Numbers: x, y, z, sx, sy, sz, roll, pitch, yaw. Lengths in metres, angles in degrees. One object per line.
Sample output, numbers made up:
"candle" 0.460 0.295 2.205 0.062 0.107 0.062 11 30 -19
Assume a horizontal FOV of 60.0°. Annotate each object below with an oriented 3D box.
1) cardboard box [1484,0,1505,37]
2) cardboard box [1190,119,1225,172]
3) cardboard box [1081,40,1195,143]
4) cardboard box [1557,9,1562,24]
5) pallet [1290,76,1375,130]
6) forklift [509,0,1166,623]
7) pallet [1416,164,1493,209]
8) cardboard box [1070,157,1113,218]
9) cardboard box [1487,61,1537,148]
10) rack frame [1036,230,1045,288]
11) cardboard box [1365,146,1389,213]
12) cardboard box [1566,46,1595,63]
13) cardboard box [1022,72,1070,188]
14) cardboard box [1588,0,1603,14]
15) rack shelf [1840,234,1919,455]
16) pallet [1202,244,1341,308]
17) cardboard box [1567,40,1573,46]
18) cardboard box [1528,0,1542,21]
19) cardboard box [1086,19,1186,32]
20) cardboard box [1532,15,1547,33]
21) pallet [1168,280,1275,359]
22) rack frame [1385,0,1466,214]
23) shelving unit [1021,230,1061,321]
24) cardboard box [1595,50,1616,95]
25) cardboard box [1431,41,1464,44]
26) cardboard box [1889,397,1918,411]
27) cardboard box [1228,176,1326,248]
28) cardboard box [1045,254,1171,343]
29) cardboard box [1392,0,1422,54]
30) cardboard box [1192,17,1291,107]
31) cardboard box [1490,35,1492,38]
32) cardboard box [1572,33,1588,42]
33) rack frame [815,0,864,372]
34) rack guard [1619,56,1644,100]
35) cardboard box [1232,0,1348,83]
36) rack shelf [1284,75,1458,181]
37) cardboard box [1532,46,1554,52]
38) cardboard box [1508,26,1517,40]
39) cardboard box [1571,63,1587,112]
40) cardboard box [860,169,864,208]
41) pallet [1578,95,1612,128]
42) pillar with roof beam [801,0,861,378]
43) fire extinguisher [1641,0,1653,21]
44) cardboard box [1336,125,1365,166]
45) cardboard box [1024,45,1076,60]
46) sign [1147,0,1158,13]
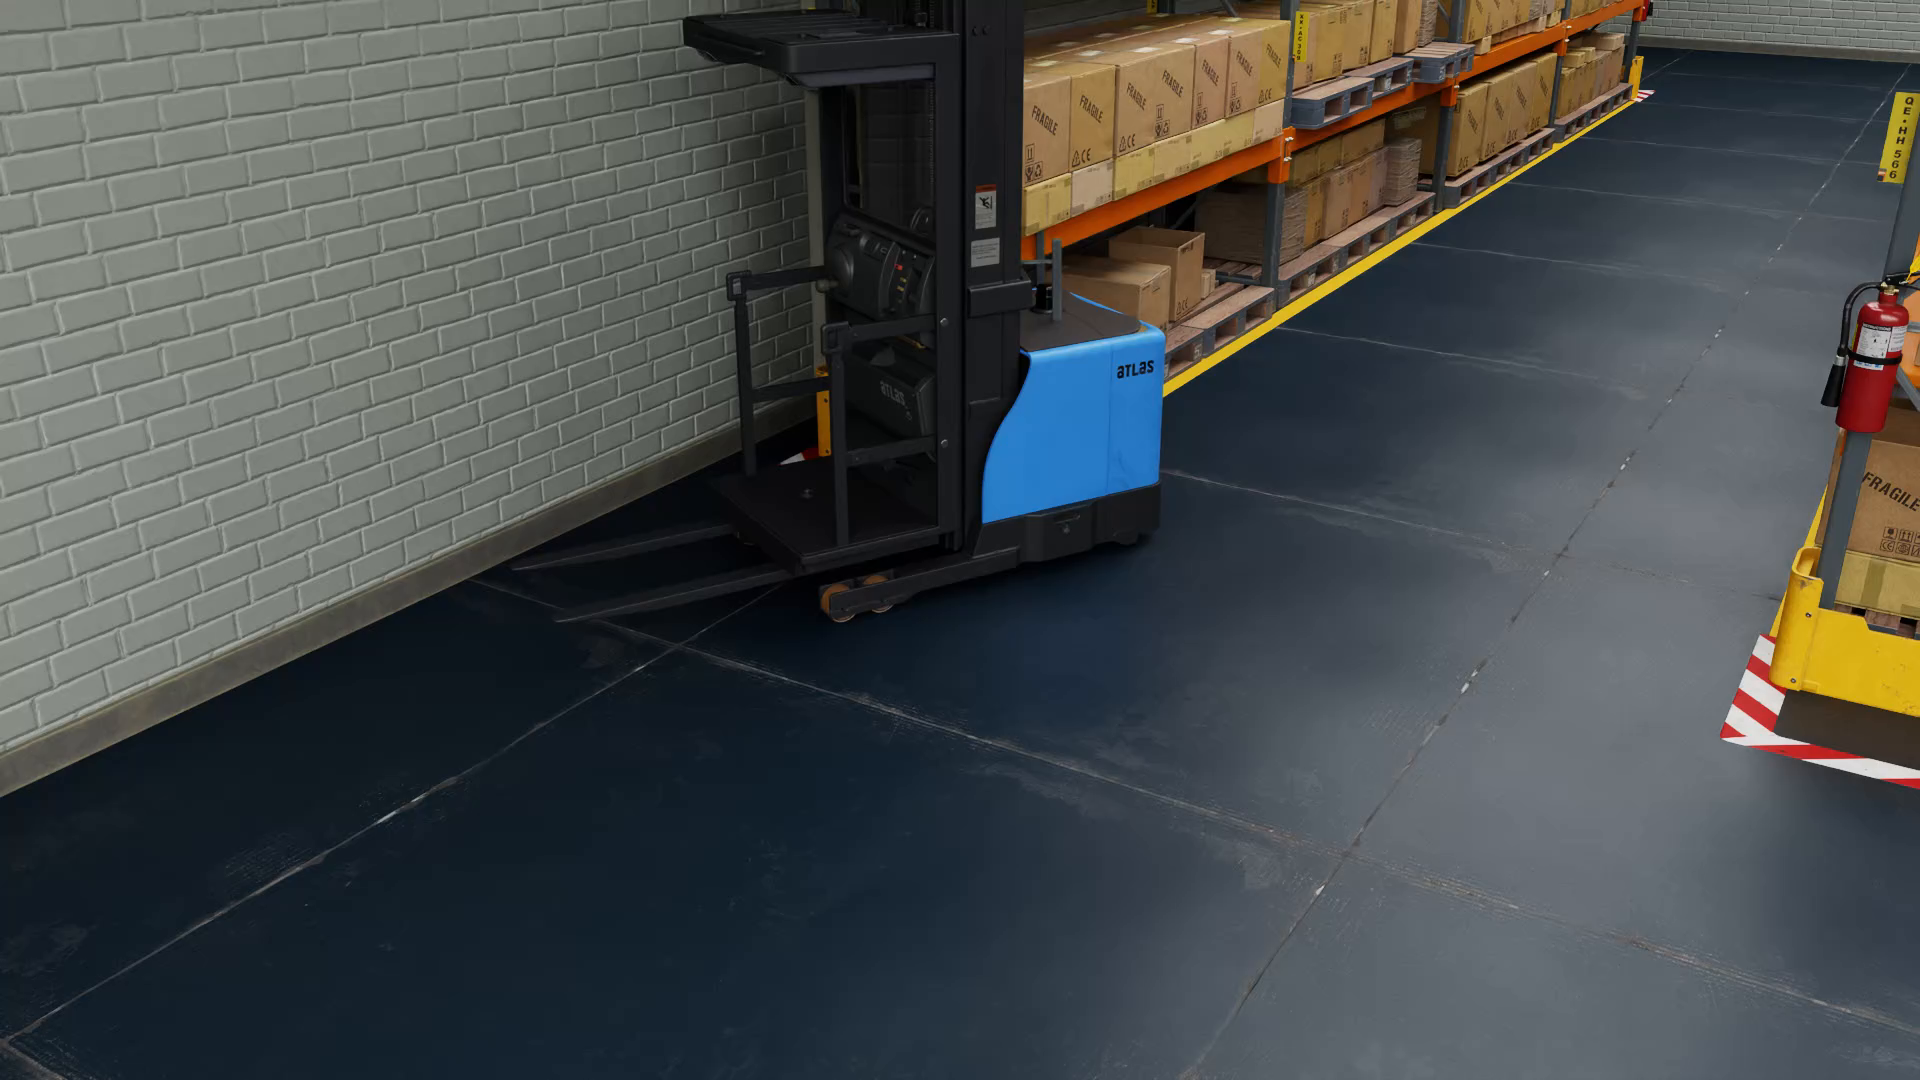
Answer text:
"cardboard box" 4.703 -4.941 15.362 0.500 0.500 0.500 15 28 31
"cardboard box" 1.321 -2.492 10.393 0.500 0.250 0.500 14 27 29
"cardboard box" 1.042 -2.661 9.841 0.500 0.500 0.500 15 27 31
"cardboard box" 6.117 -5.535 17.550 0.380 0.149 0.250 14 27 29
"pallet" 2.362 -3.253 12.231 1.003 0.211 1.213 14 27 29
"forklift" -0.543 -1.219 7.375 3.031 2.935 1.130 -13 27 -28
"pallet" 4.425 -3.435 15.918 1.003 0.211 1.213 14 27 29
"cardboard box" 0.514 -1.981 9.213 0.500 0.250 0.500 13 27 27
"cardboard box" 5.356 -4.473 16.984 0.750 0.750 0.750 15 27 31
"rack frame" 0.206 -1.122 8.958 0.500 1.500 0.032 -2 24 -1
"cardboard box" 3.239 -3.115 14.264 0.700 0.500 0.500 14 27 29
"cardboard box" 7.147 -5.642 19.308 0.380 0.149 0.250 13 27 27
"cardboard box" 0.232 -2.147 8.653 0.500 0.500 0.500 14 27 29
"cardboard box" 6.745 -6.377 18.827 0.980 0.700 0.700 13 27 28
"rack shelf" 4.991 -1.072 7.856 1.077 0.370 4.000 14 27 29
"pallet" 2.245 -2.097 12.829 1.003 0.211 1.213 14 27 29
"cardboard box" 7.109 -5.906 19.918 0.380 0.149 0.250 14 27 29
"cardboard box" 5.493 -5.455 16.550 0.500 0.500 0.500 14 27 29
"cardboard box" 1.134 -3.110 10.878 0.500 0.500 0.500 14 27 29
"cardboard box" 5.740 -5.265 16.927 0.380 0.149 0.250 14 27 29
"pallet" 1.511 -1.600 11.681 1.003 0.211 1.213 14 27 29
"rack frame" 3.945 -4.464 14.786 1.000 3.000 0.127 14 27 29
"shelving unit" 0.222 -0.914 8.494 0.538 1.500 1.048 -2 24 -1
"cardboard box" 7.617 -5.784 20.452 0.700 0.500 0.500 14 27 29
"cardboard box" 4.315 -4.421 14.977 0.380 0.149 0.250 13 27 28
"cardboard box" 4.481 -0.586 7.817 0.500 0.500 0.500 14 27 29
"cardboard box" 2.439 -2.606 13.086 0.700 0.500 0.500 13 27 28
"cardboard box" 0.897 -1.463 10.446 0.700 0.500 0.500 12 26 26
"cardboard box" 3.434 -4.357 13.859 0.700 0.500 0.500 11 26 24
"cardboard box" 1.848 -3.174 11.026 0.500 0.500 0.500 14 27 29
"cardboard box" 4.825 -4.776 15.797 0.380 0.149 0.250 15 27 30
"cardboard box" 7.510 -6.163 20.512 0.380 0.149 0.250 14 27 29
"rack frame" -0.275 -1.764 8.549 1.000 3.000 0.127 14 27 29
"rack guard" 8.178 -6.025 21.539 1.175 0.500 0.348 14 27 29
"cardboard box" 2.433 -3.714 12.373 0.700 0.500 0.500 17 29 34
"rack shelf" 2.890 -3.459 13.370 1.077 0.370 4.000 14 27 29
"cardboard box" 6.706 -5.648 19.323 0.380 0.149 0.250 13 27 27
"cardboard box" 5.260 -5.028 16.379 0.380 0.149 0.250 15 27 31
"cardboard box" 6.804 -5.260 19.241 0.700 0.500 0.500 14 27 28
"cardboard box" -0.193 -1.903 9.033 0.500 0.250 0.500 14 27 30
"pallet" 7.165 -5.188 19.969 1.003 0.211 1.213 14 27 29
"pillar with roof beam" 3.017 -4.032 6.238 9.100 9.000 0.400 14 27 29
"fire extinguisher" 8.637 -6.912 21.007 0.296 0.674 0.183 14 27 29
"cardboard box" 2.989 -3.255 13.642 0.500 0.250 0.500 14 27 29
"cardboard box" 0.336 -2.595 9.689 0.500 0.500 0.500 13 27 28
"sign" 1.362 -3.760 11.704 0.100 0.325 0.005 14 27 29
